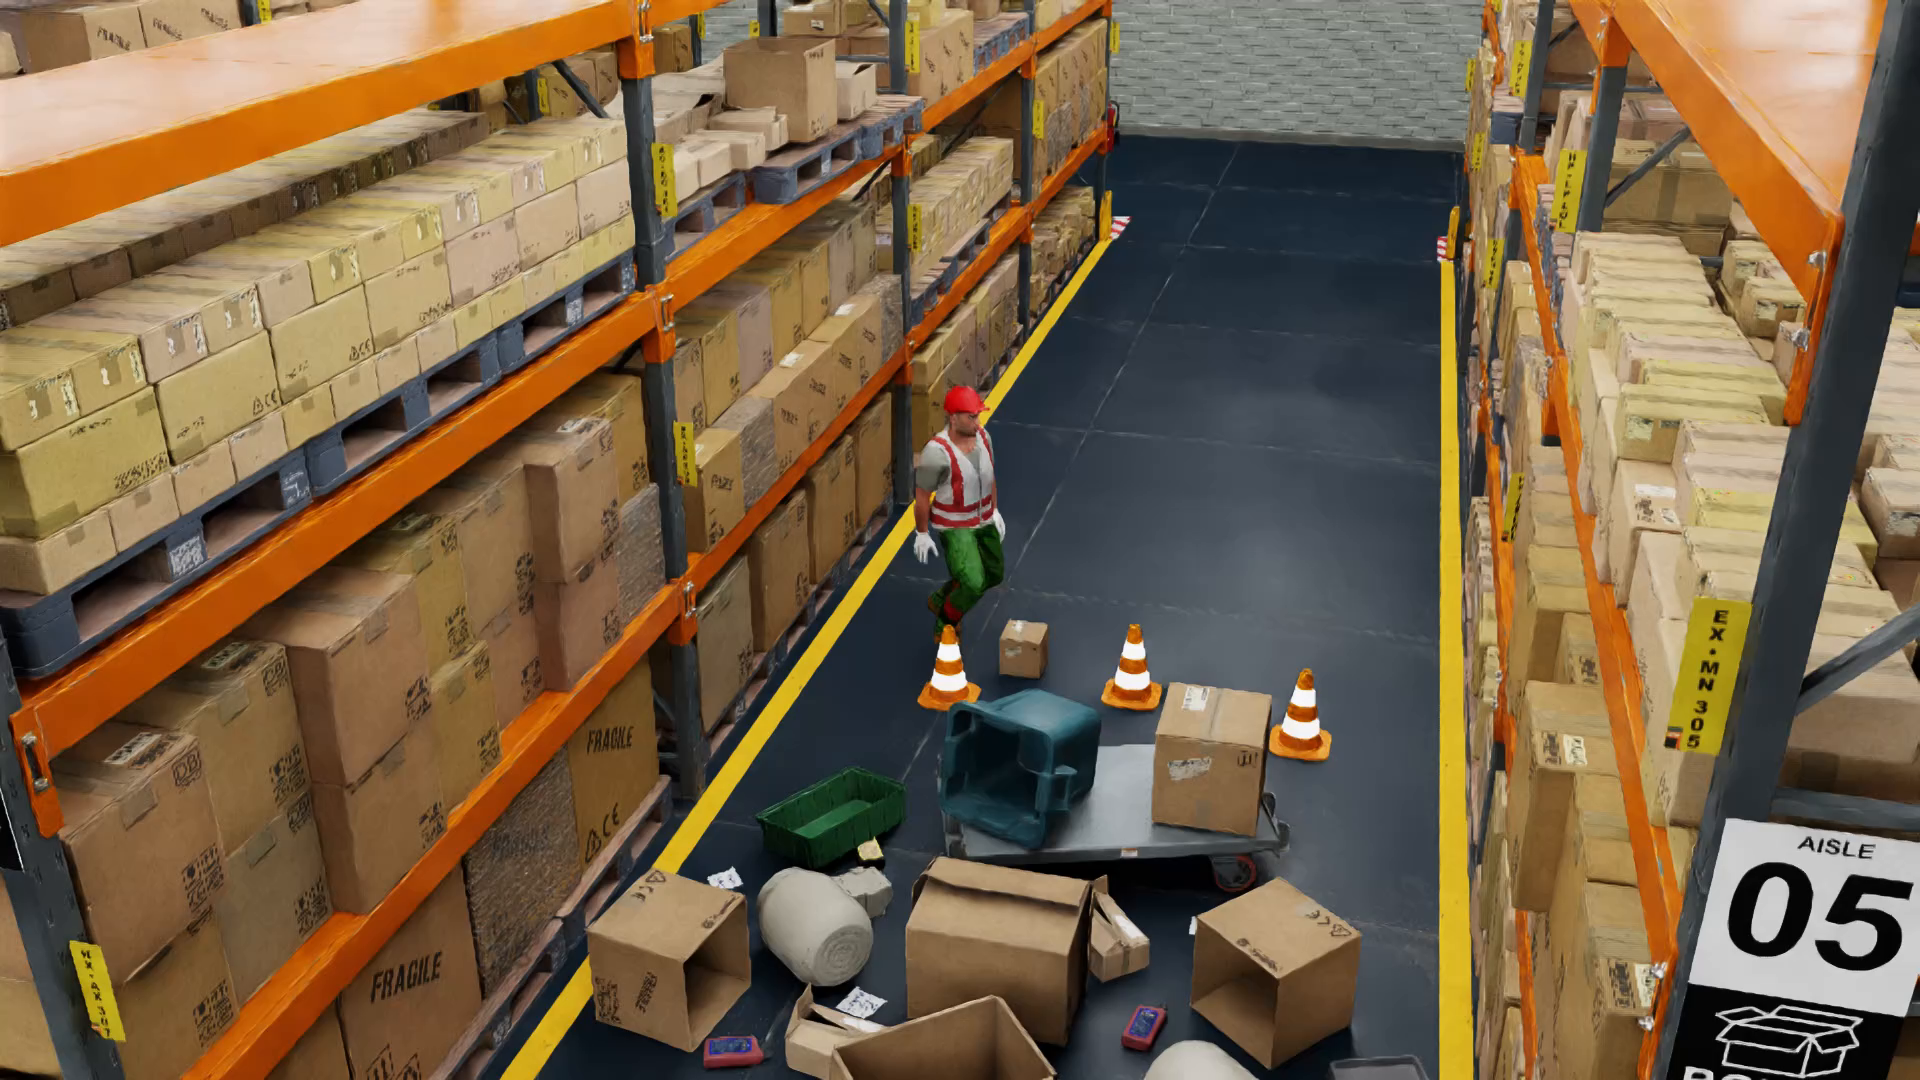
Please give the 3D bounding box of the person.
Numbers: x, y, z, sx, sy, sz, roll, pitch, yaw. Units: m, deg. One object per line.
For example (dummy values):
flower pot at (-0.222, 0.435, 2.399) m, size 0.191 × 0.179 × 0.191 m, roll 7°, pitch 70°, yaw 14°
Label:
person at (-0.002, -0.092, 9.763) m, size 0.704 × 1.702 × 0.655 m, roll 21°, pitch 32°, yaw 38°
